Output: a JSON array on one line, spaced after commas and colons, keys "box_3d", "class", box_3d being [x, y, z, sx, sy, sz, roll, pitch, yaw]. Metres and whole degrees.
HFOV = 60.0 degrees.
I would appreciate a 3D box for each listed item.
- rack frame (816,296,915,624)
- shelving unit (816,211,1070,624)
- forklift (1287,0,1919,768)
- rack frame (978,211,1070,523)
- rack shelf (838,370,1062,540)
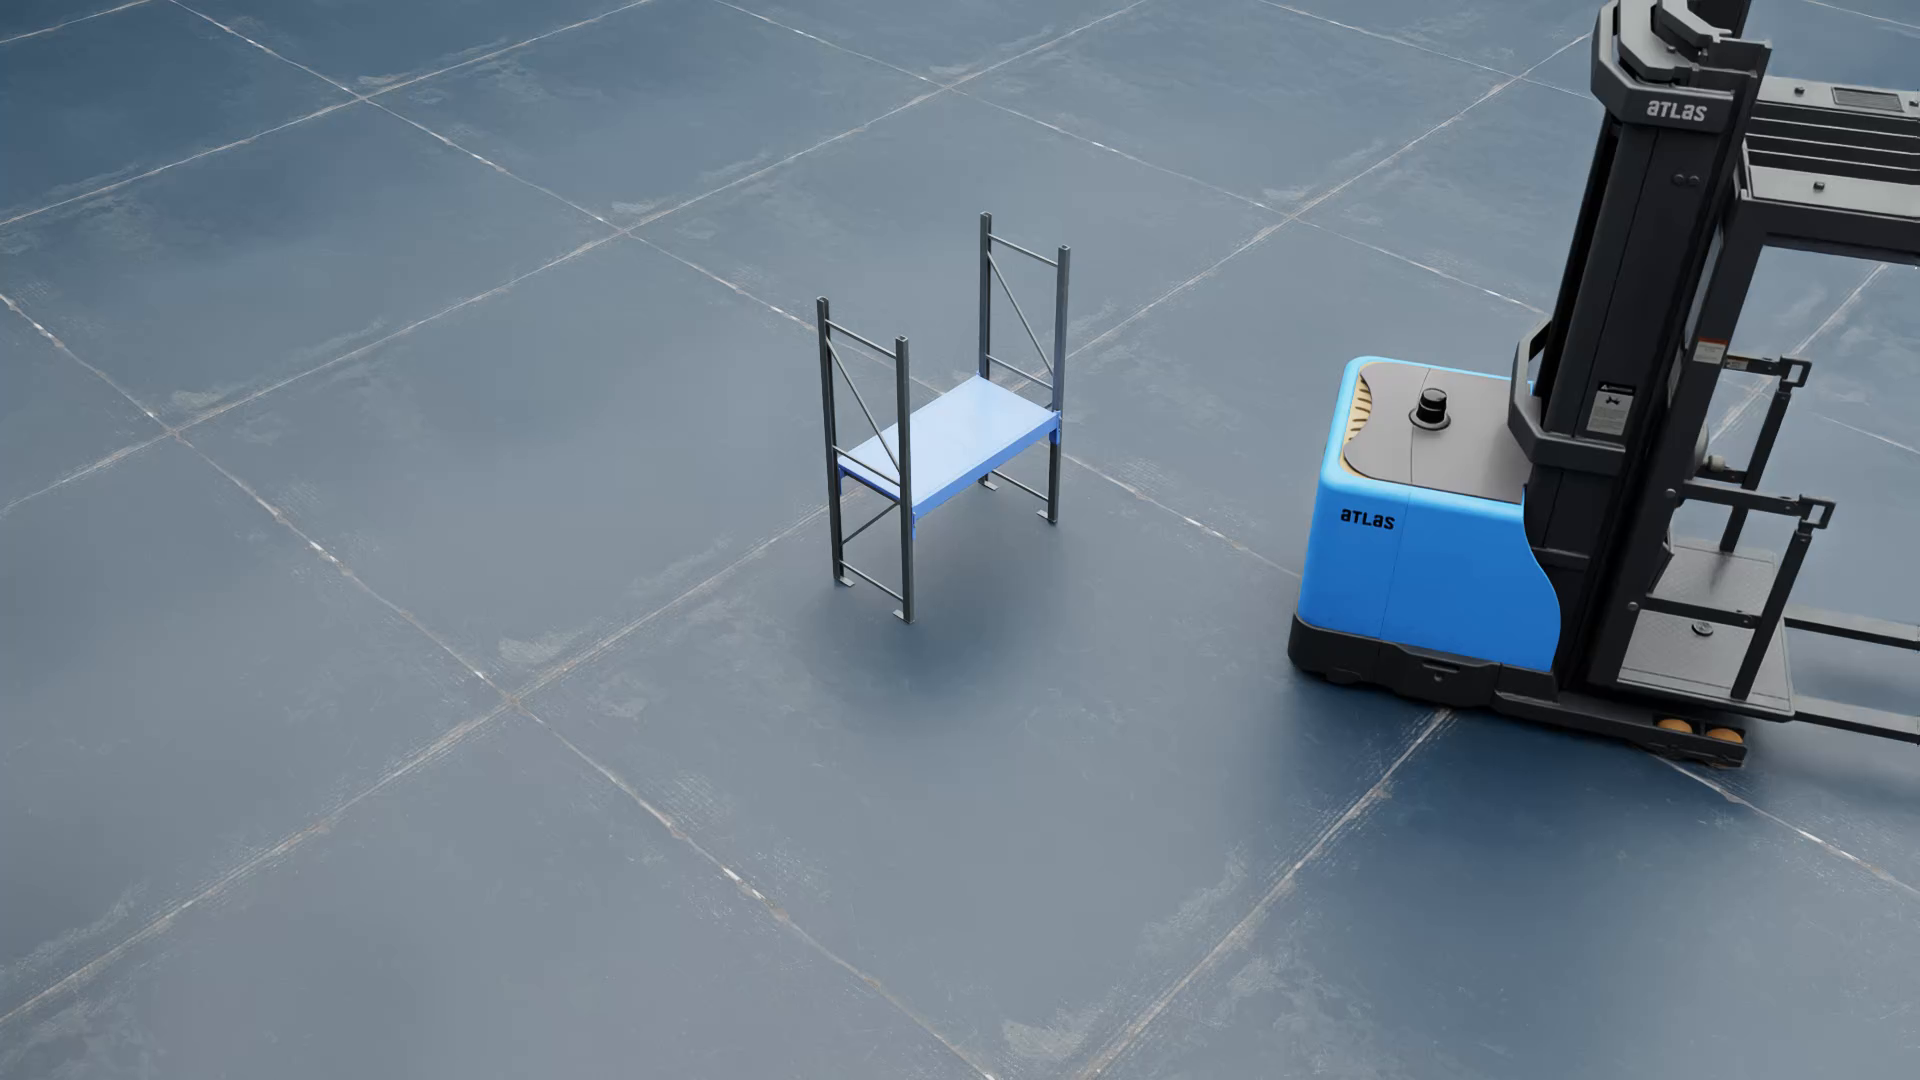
[{"box_3d": [-0.400, -0.314, 7.224, 0.500, 1.500, 0.032, 30, 47, 32], "class": "rack frame"}, {"box_3d": [-0.058, -0.548, 7.517, 0.538, 1.500, 1.048, 30, 47, 32], "class": "shelving unit"}, {"box_3d": [3.012, -0.579, 6.406, 3.031, 2.935, 1.130, 11, 40, 13], "class": "forklift"}, {"box_3d": [0.285, -0.781, 7.811, 0.500, 1.500, 0.032, 30, 47, 32], "class": "rack frame"}, {"box_3d": [-0.058, -0.407, 7.629, 0.538, 0.185, 1.000, 30, 47, 32], "class": "rack shelf"}]
